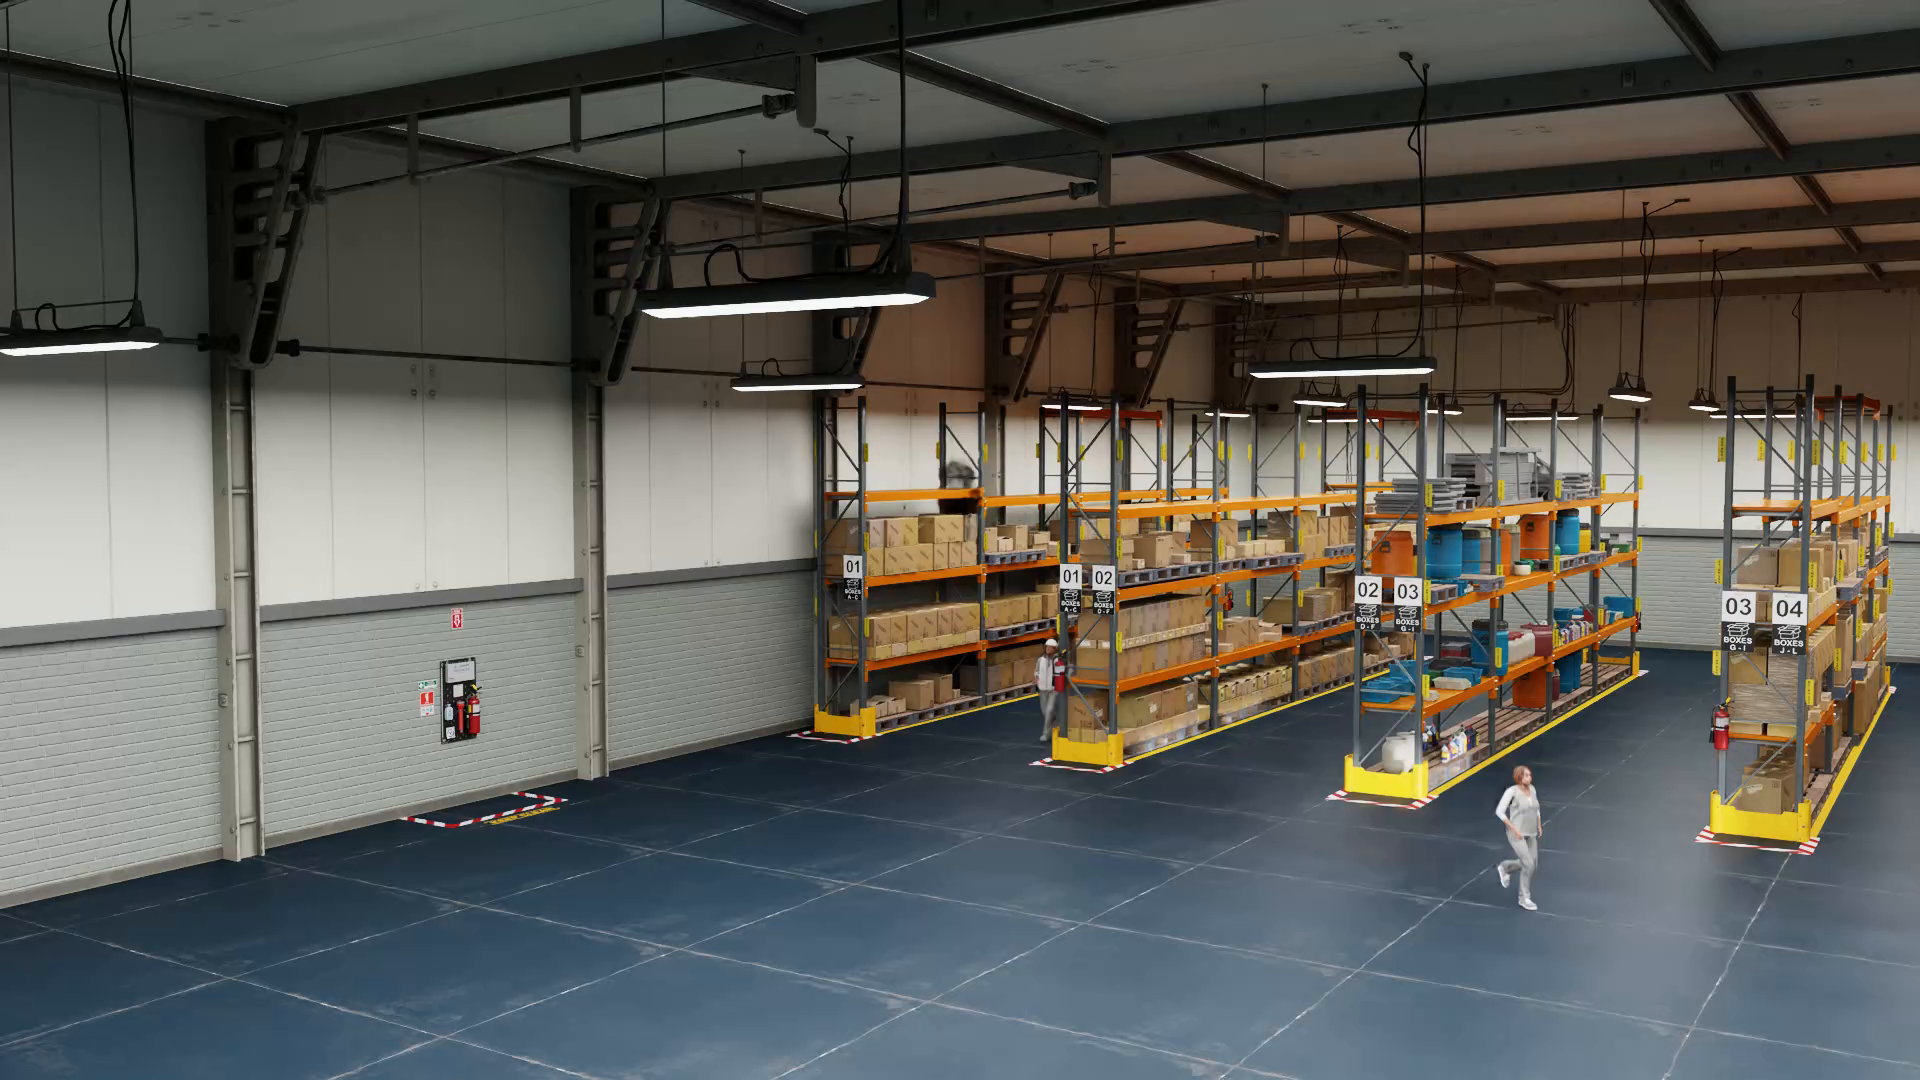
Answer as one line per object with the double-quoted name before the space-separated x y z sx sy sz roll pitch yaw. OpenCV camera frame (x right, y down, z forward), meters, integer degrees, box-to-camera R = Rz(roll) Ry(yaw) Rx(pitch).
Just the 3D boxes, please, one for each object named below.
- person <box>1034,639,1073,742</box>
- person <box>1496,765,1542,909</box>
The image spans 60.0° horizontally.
"person" 1.587 2.601 29.039 0.676 1.741 0.971 1 3 26
"person" 6.176 3.261 18.445 0.562 1.564 0.641 -2 3 -27
